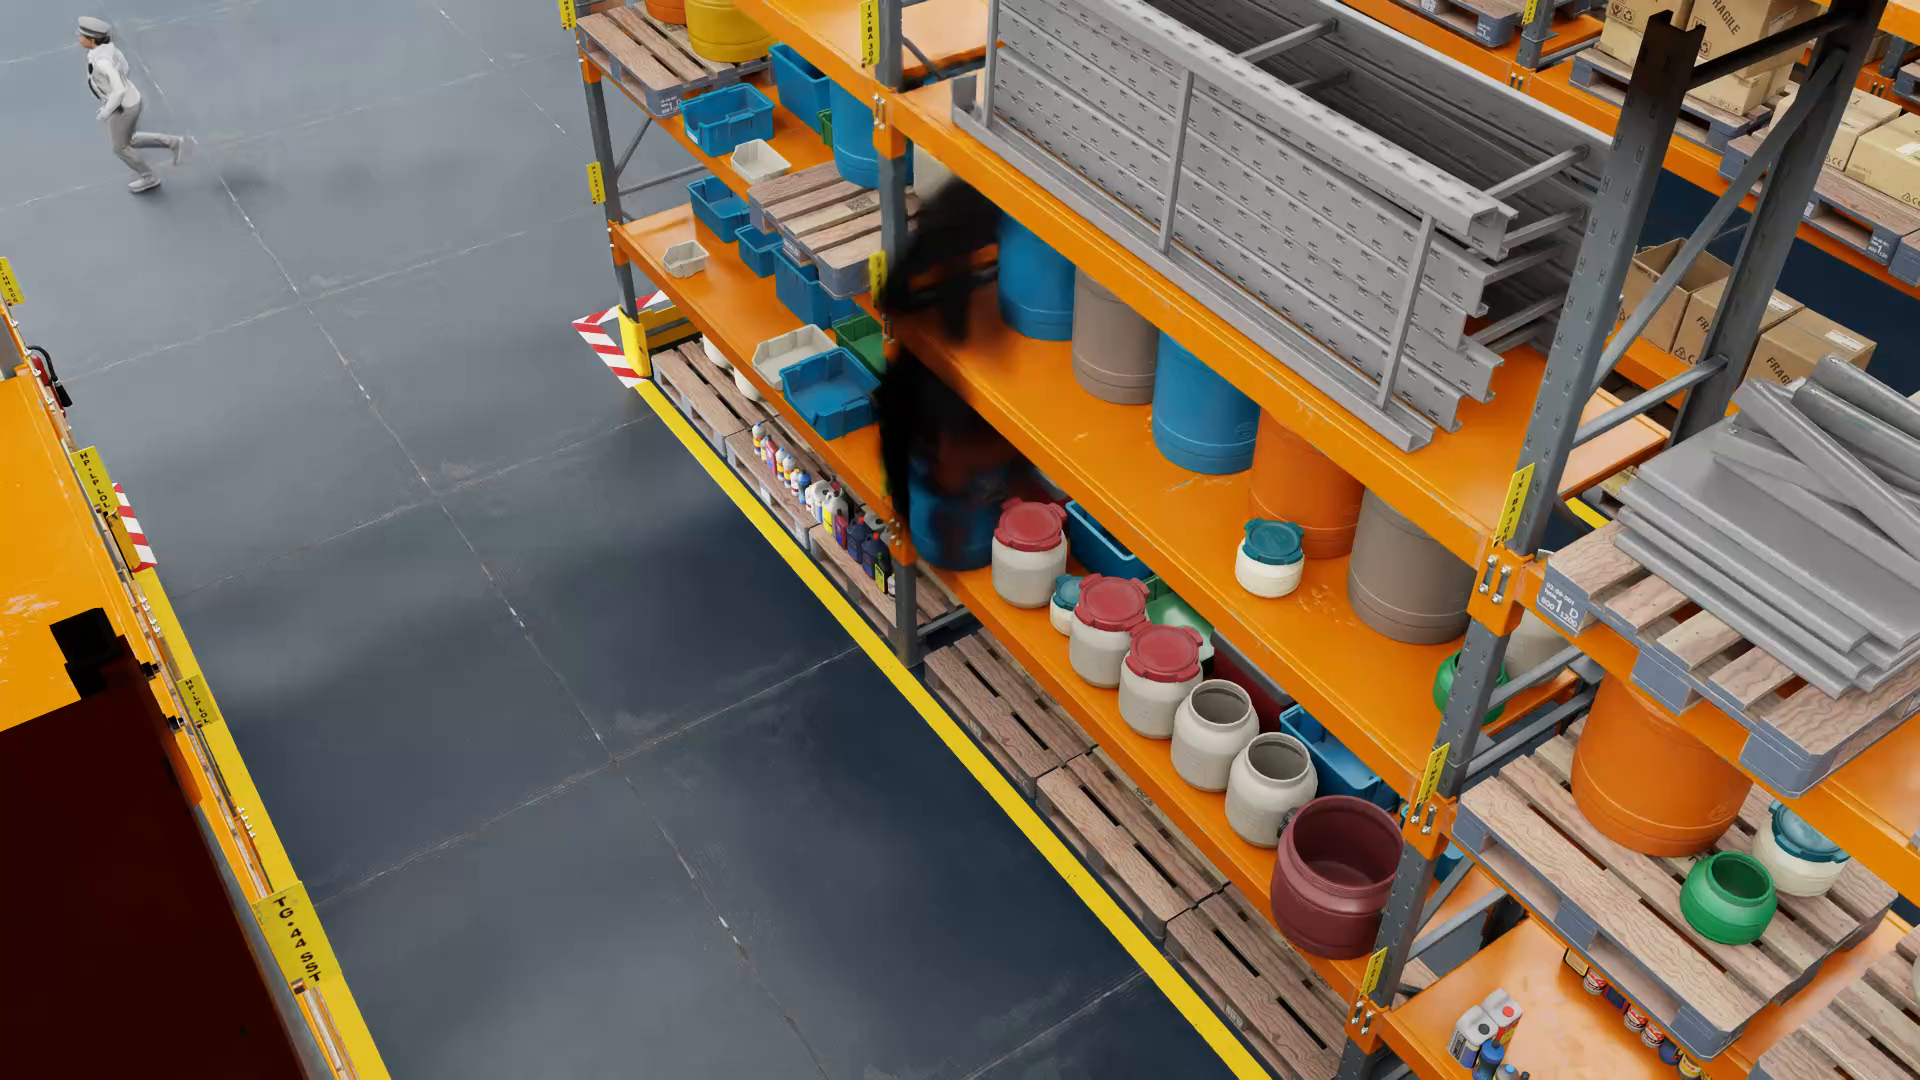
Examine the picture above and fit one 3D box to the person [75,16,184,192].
[{"bbox_3d":[-7.354,-3.874,14.770,0.593,1.648,0.603,-11,44,-12],"label":"person"}]
